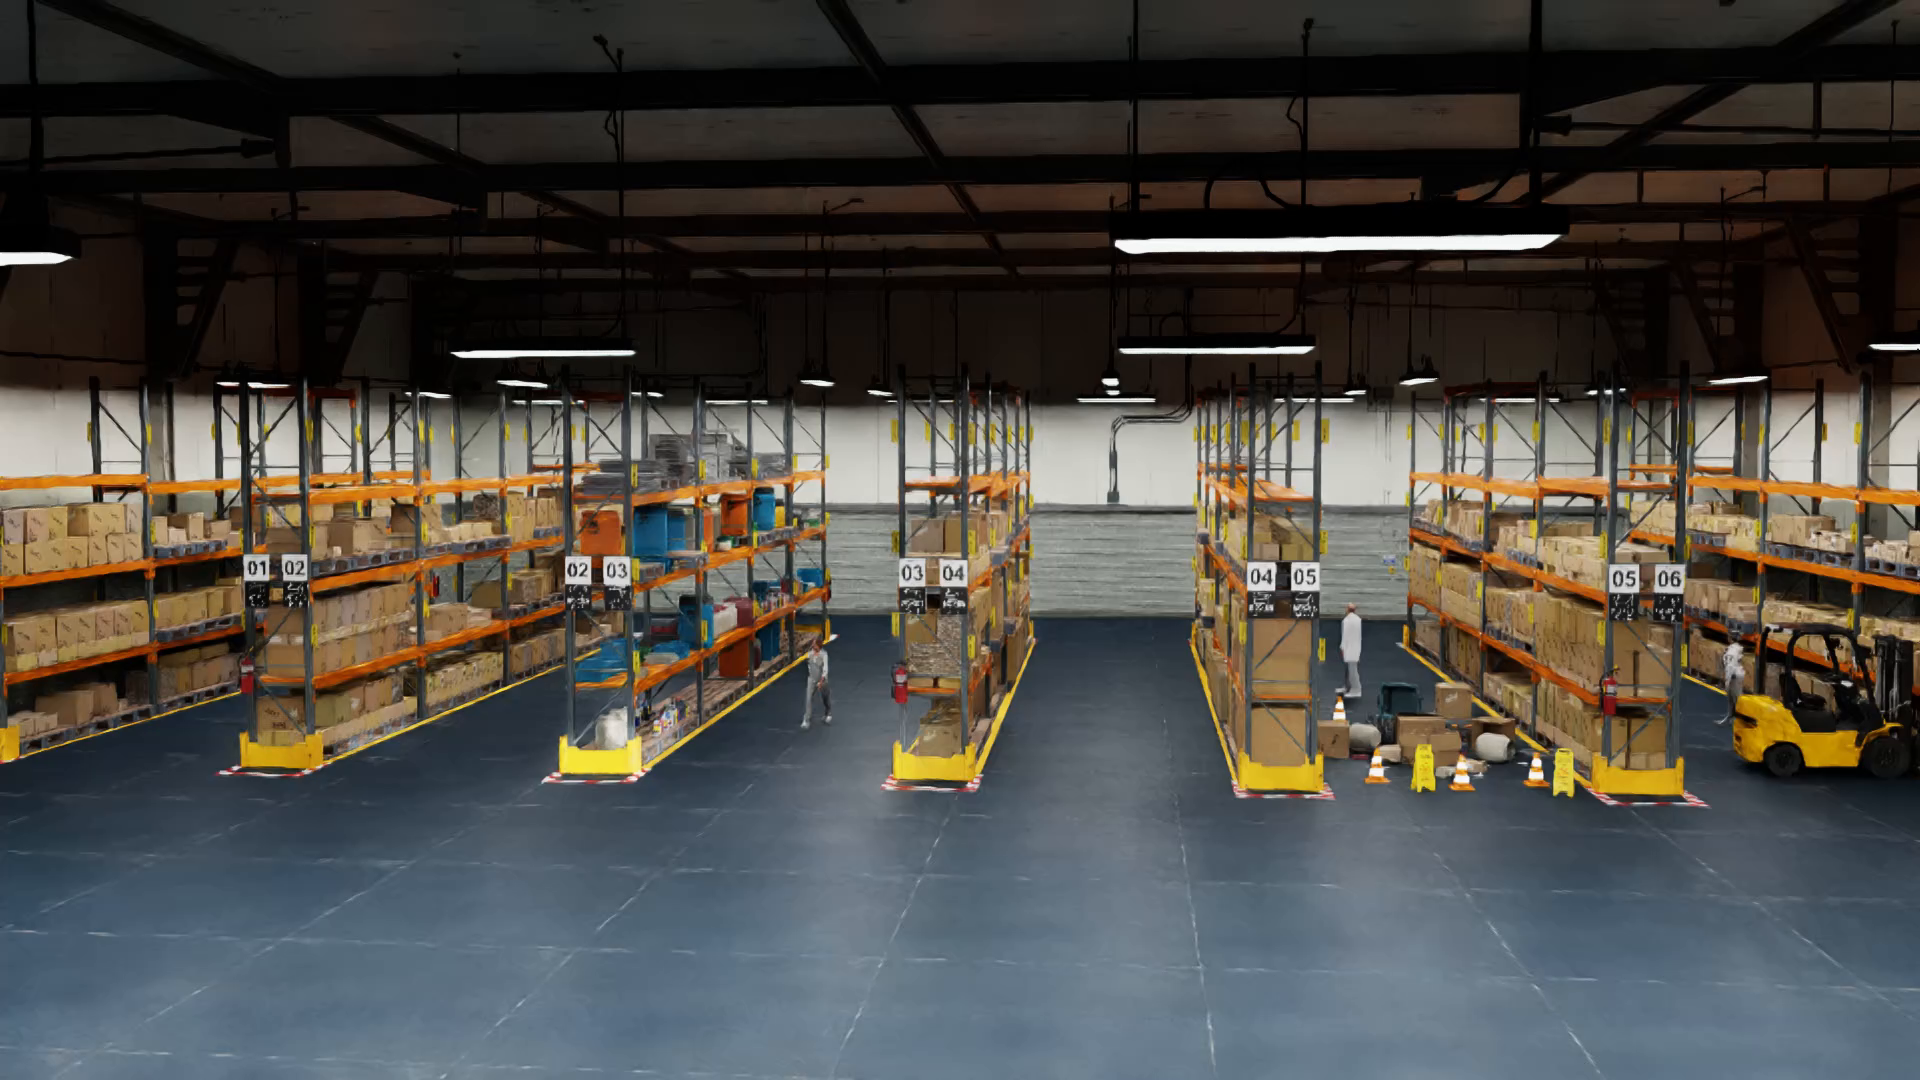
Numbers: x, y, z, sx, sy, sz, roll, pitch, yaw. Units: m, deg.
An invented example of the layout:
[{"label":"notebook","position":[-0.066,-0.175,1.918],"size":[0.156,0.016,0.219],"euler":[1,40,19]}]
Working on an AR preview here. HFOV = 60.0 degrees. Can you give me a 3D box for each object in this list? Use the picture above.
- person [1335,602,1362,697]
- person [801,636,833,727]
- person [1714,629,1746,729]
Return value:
[{"label":"person","position":[7.399,2.066,31.644],"size":[0.629,1.773,0.678],"euler":[3,5,36]},{"label":"person","position":[-2.416,2.400,28.385],"size":[0.407,1.533,0.962],"euler":[1,4,14]},{"label":"person","position":[13.100,2.344,28.233],"size":[0.529,1.665,0.576],"euler":[2,4,32]}]
